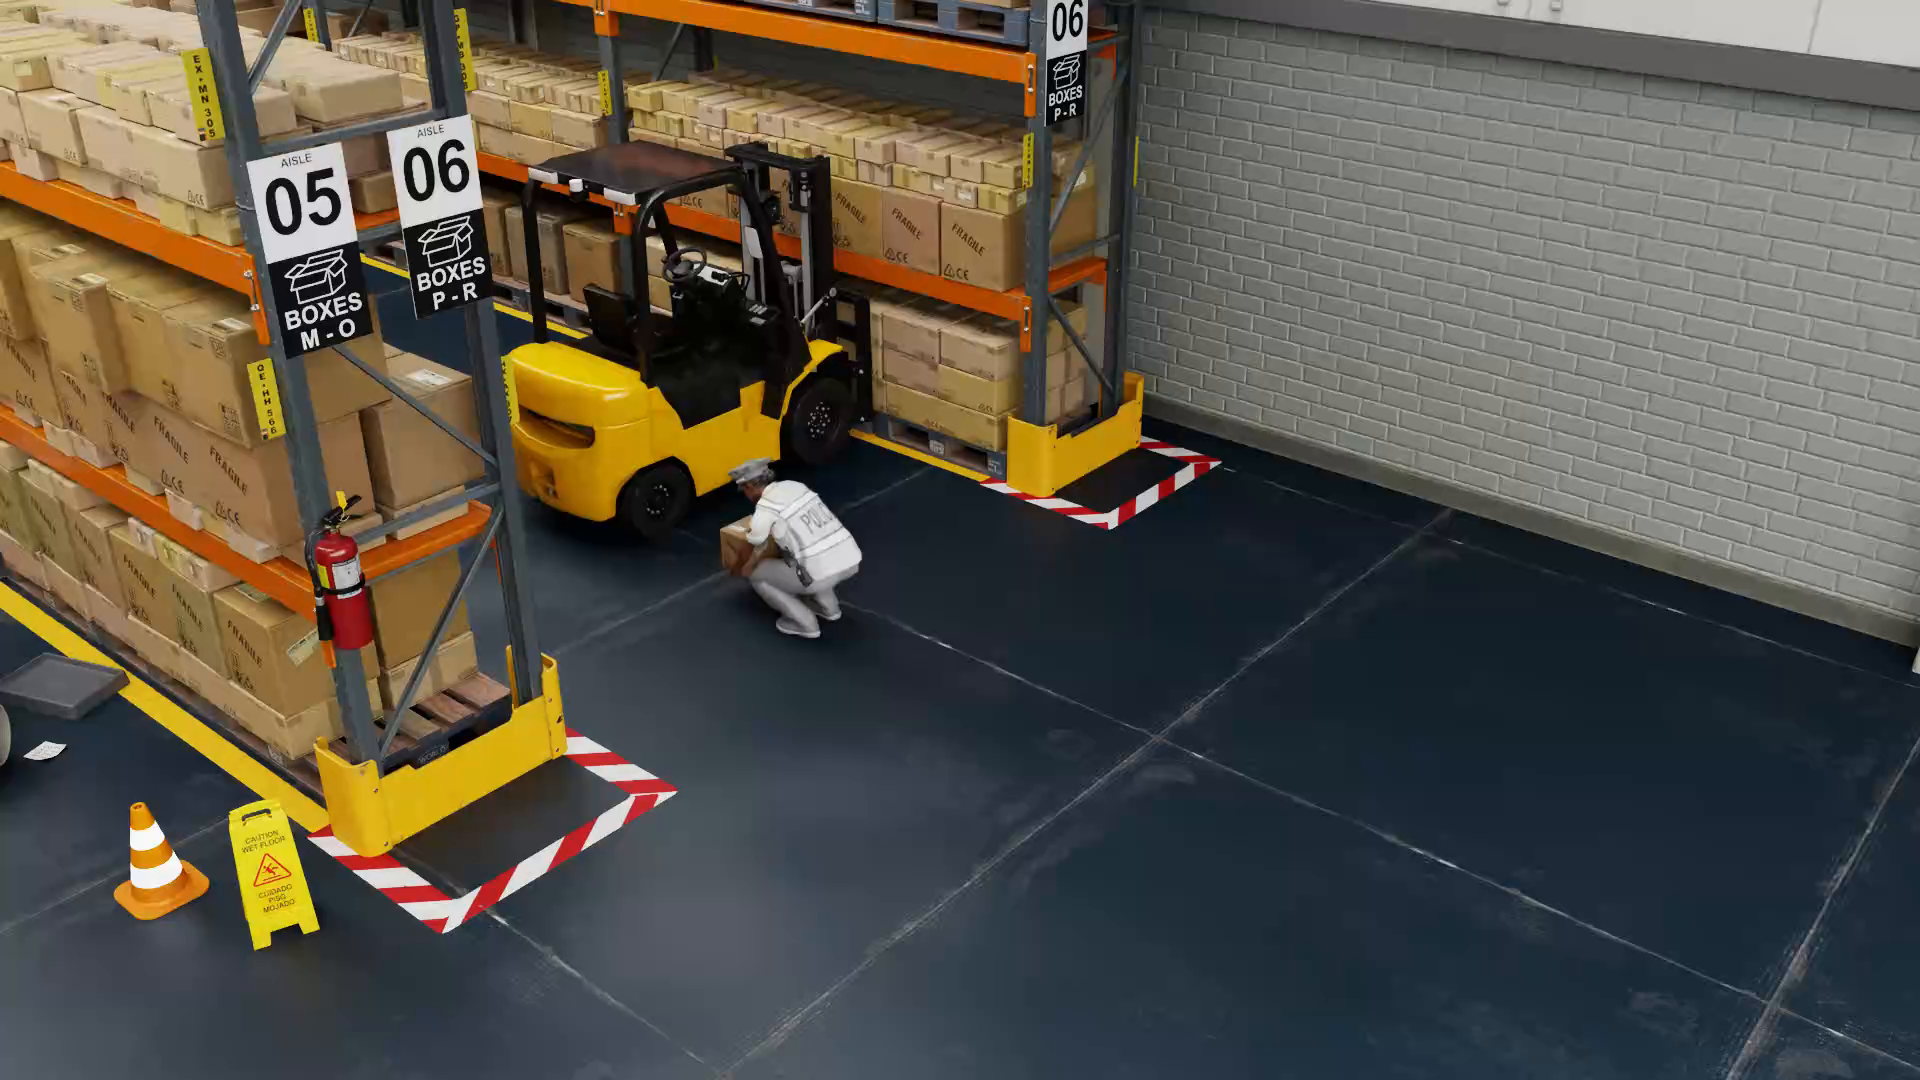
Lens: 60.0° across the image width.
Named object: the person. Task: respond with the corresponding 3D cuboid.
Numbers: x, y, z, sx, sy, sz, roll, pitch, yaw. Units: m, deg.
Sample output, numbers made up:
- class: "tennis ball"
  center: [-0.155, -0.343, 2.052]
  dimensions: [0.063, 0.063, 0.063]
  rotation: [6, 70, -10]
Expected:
- class: "person"
  center: [-0.955, 0.014, 9.360]
  dimensions: [0.855, 0.971, 0.459]
  rotation: [20, 34, 33]
